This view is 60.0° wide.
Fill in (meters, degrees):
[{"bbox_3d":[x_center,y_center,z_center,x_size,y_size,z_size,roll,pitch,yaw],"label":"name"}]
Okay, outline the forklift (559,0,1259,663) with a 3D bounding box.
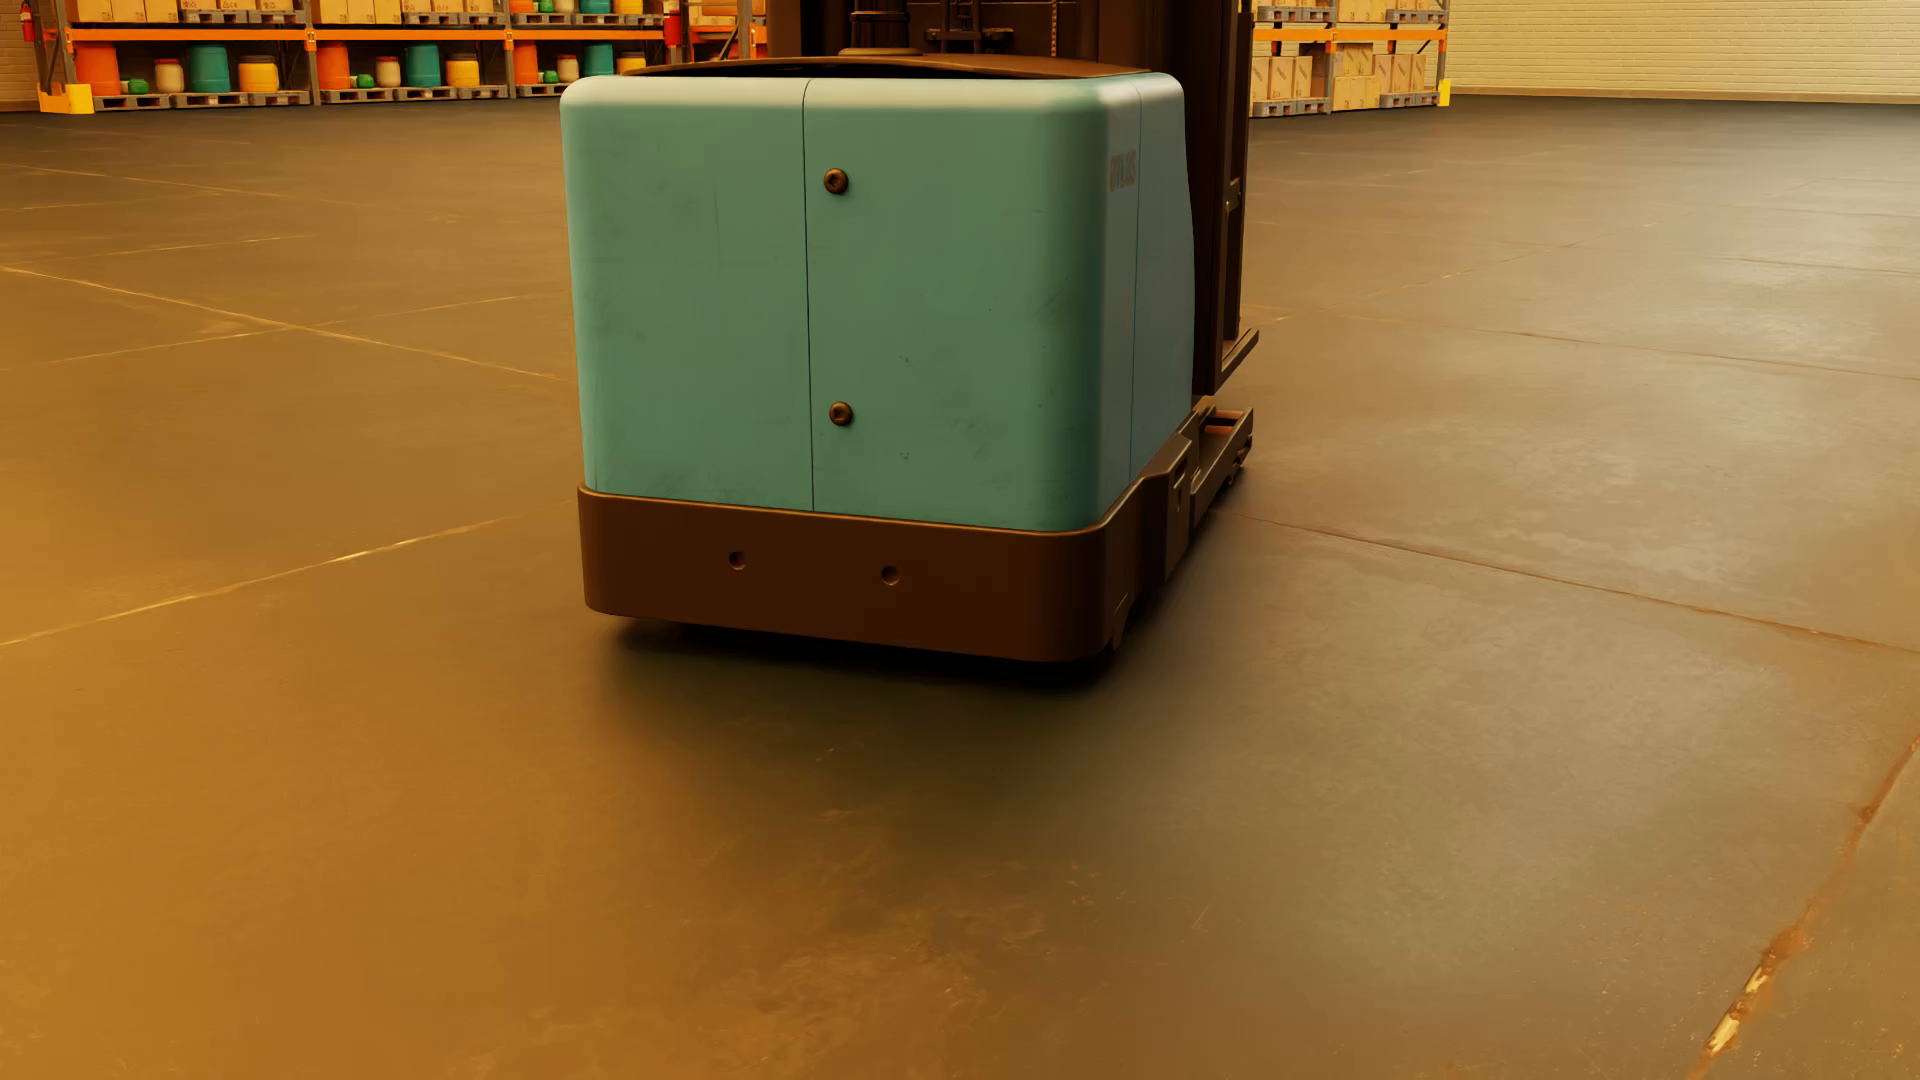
[{"bbox_3d":[0.182,-1.571,4.072,1.130,2.935,3.031,5,18,17],"label":"forklift"}]
